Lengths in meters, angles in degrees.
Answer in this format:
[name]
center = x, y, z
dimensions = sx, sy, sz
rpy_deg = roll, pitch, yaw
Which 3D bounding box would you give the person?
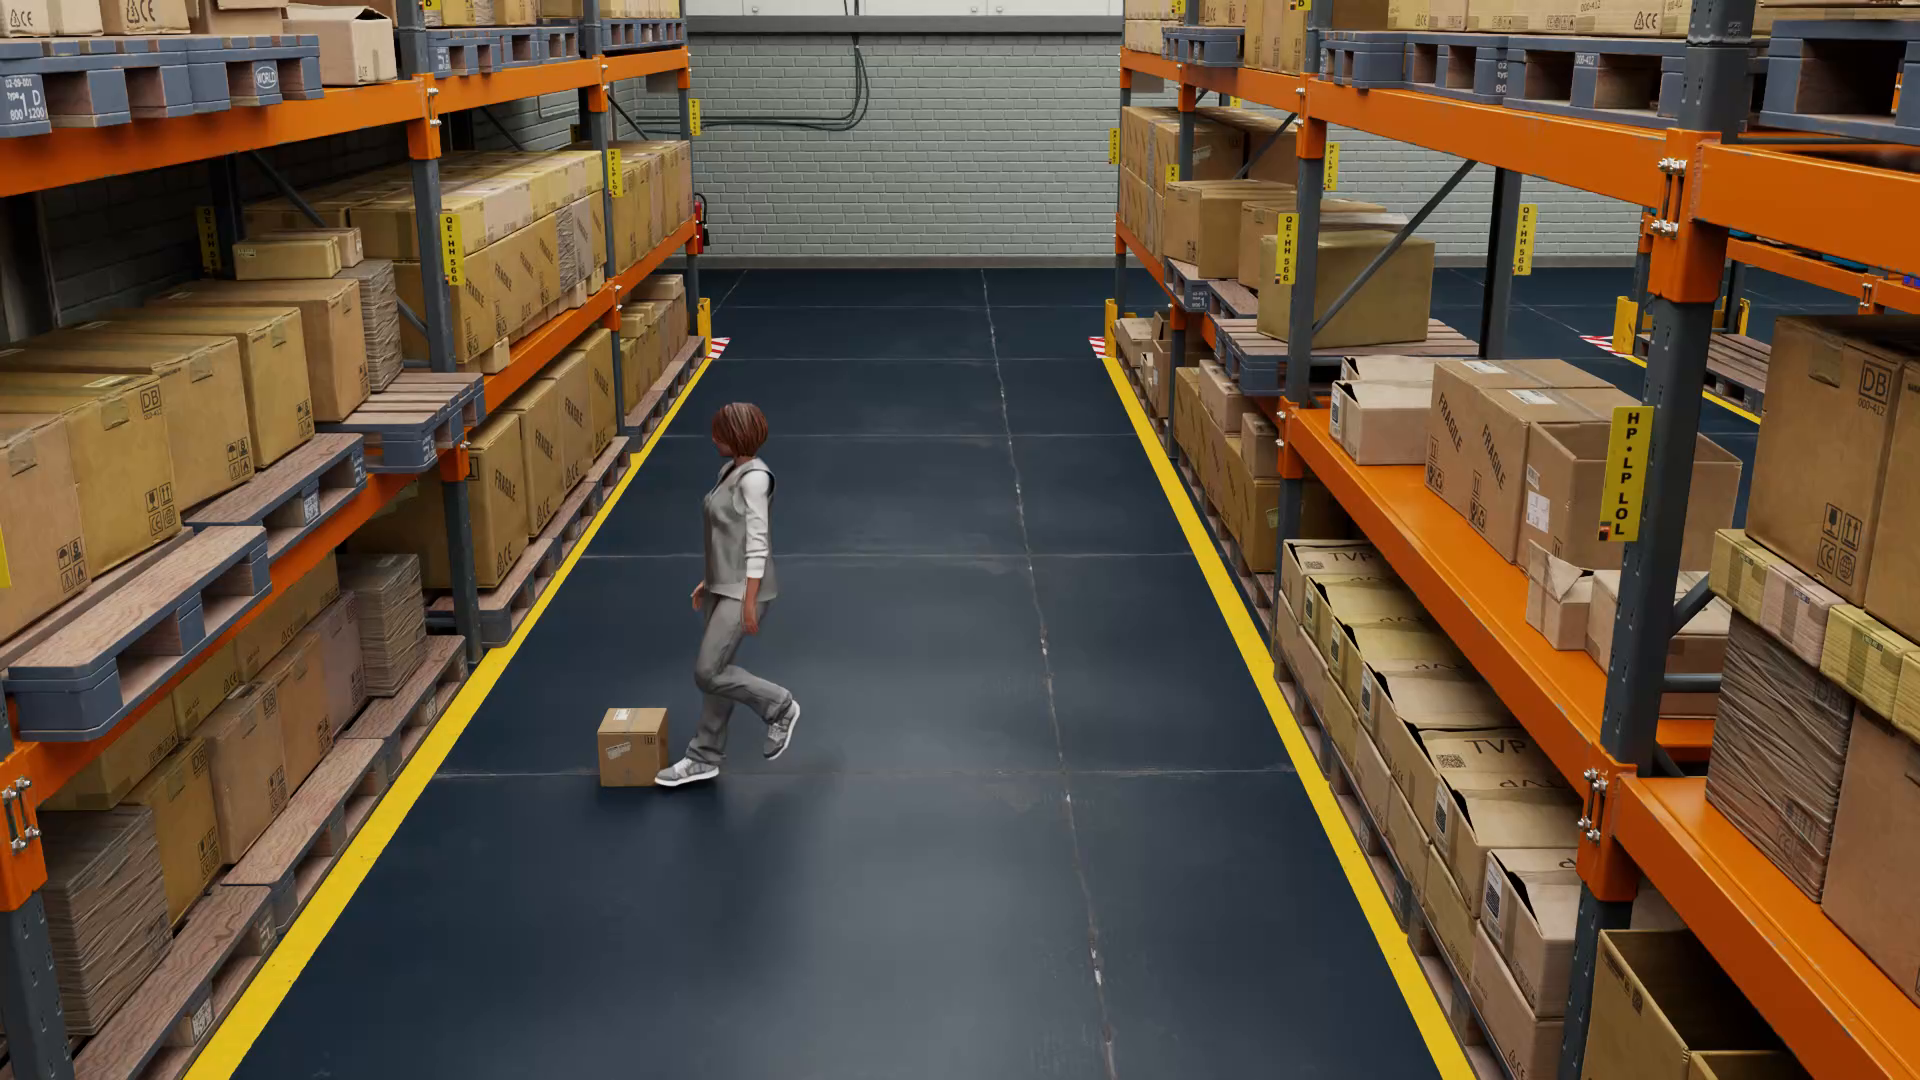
[person]
center = -0.986, 0.231, 6.802
dimensions = 0.618, 1.582, 0.480
rpy_deg = -6, 18, -18
